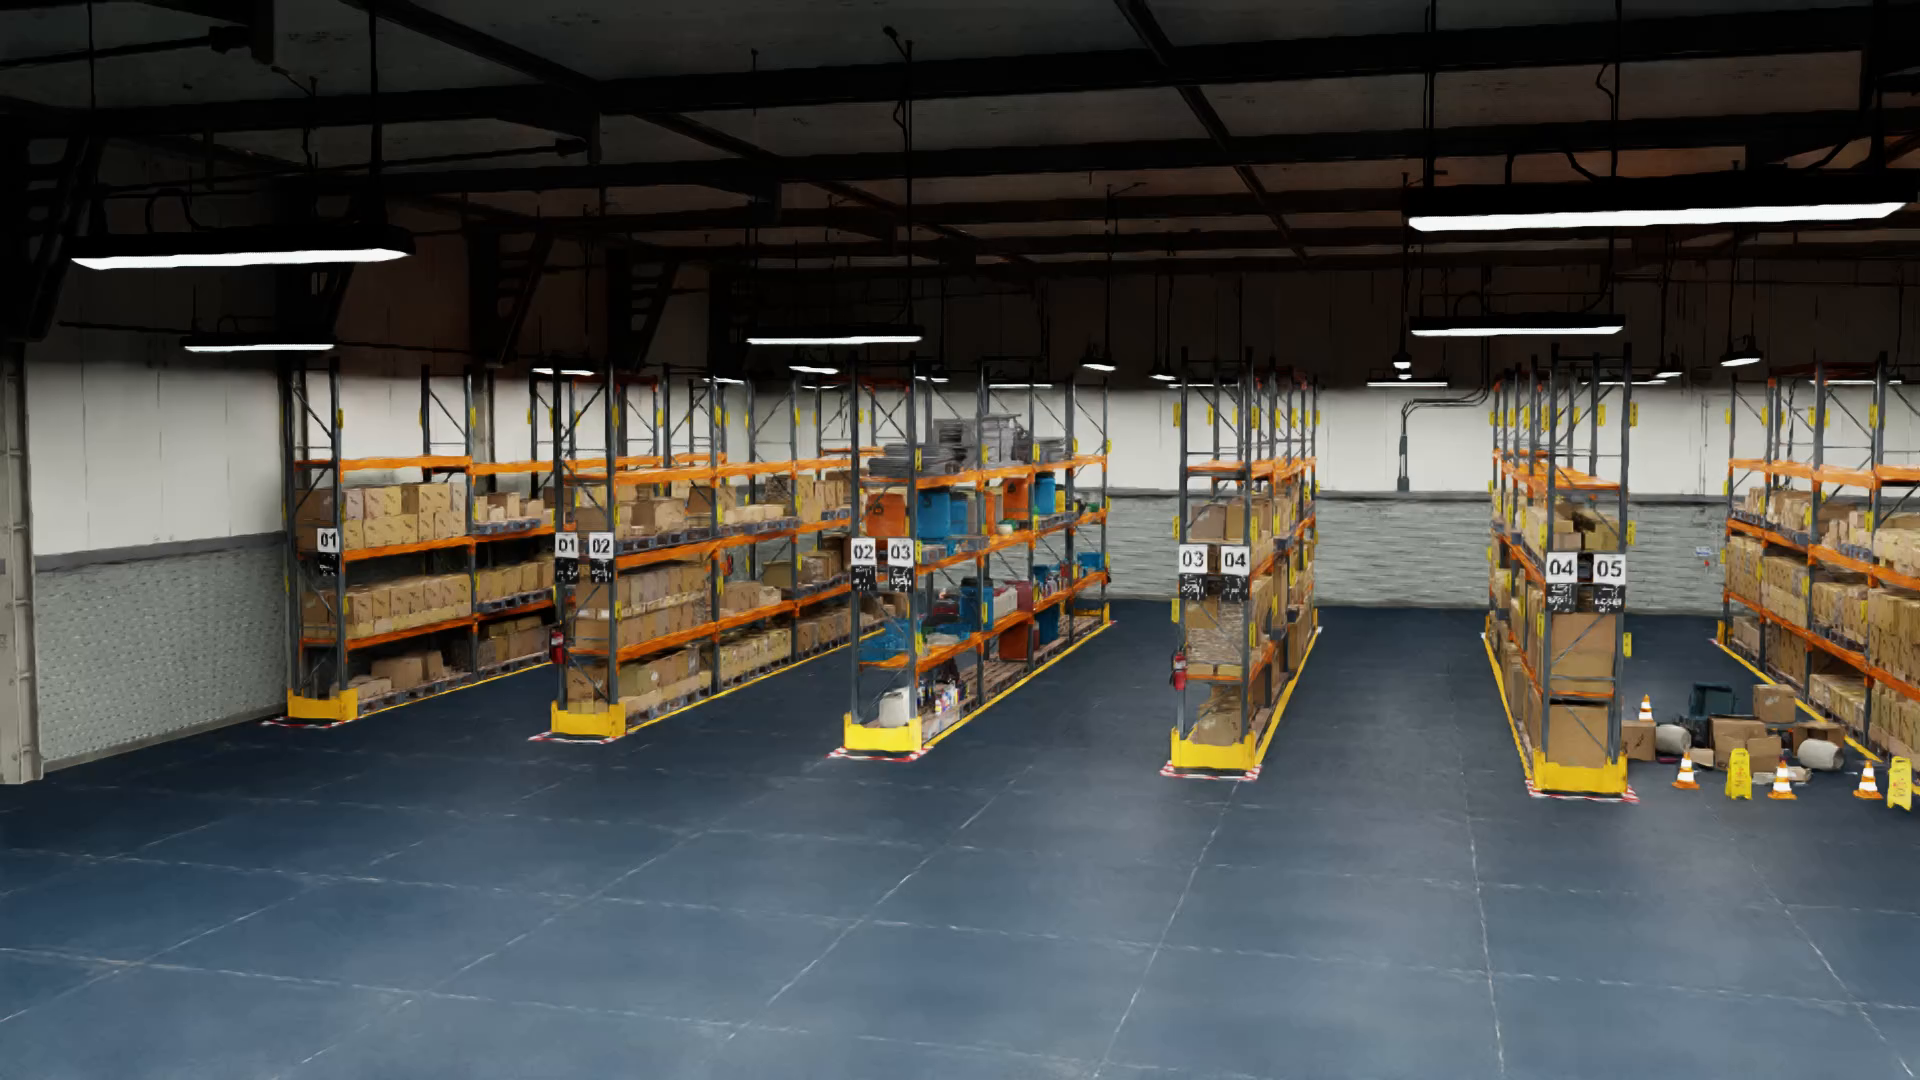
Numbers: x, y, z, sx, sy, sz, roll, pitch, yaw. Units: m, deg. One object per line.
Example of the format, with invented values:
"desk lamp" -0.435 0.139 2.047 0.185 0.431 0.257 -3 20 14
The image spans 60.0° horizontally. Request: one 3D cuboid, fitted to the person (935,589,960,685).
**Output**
"person" -0.240 1.746 30.014 0.485 1.715 0.595 1 4 7
